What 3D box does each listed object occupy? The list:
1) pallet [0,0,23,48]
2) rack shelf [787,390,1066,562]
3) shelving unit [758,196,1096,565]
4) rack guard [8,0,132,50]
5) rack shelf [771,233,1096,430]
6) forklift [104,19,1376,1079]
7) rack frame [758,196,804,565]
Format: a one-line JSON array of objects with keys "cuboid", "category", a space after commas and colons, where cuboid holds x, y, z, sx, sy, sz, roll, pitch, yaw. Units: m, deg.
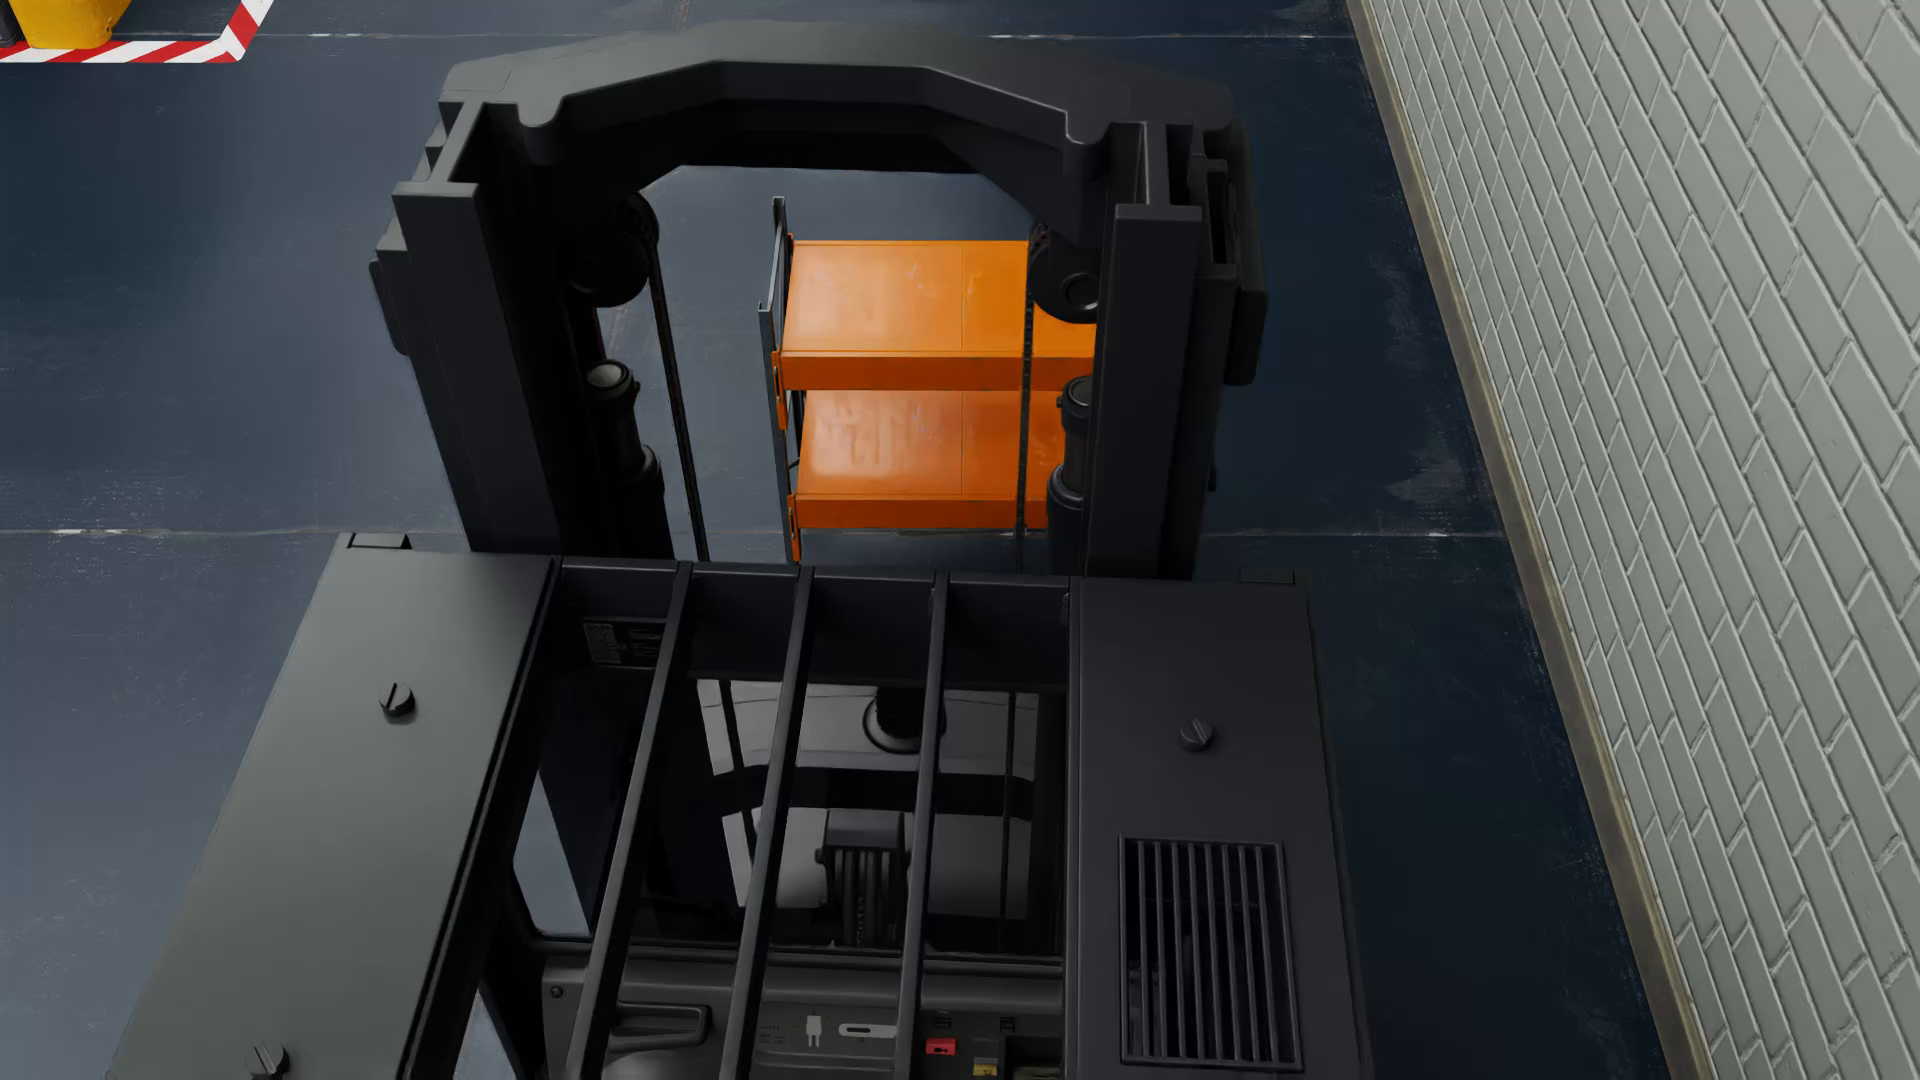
[{"cuboid": [-4.726, -2.581, 7.508, 1.213, 0.211, 1.003, 0, 47, 0], "category": "pallet"}, {"cuboid": [0.007, -0.217, 5.017, 1.000, 0.278, 0.538, 0, 47, 0], "category": "rack shelf"}, {"cuboid": [0.007, -0.383, 4.838, 1.048, 1.125, 0.538, 0, 47, 0], "category": "shelving unit"}, {"cuboid": [-3.902, -2.735, 7.454, 0.348, 0.500, 1.175, 0, 47, 0], "category": "rack guard"}, {"cuboid": [0.007, -0.583, 4.624, 1.000, 0.278, 0.538, 0, 47, 0], "category": "rack shelf"}, {"cuboid": [-0.172, 0.935, 2.378, 1.130, 2.935, 3.031, 2, 47, 2], "category": "forklift"}, {"cuboid": [-0.502, -0.385, 4.840, 0.032, 1.125, 0.500, 0, 47, 0], "category": "rack frame"}]
